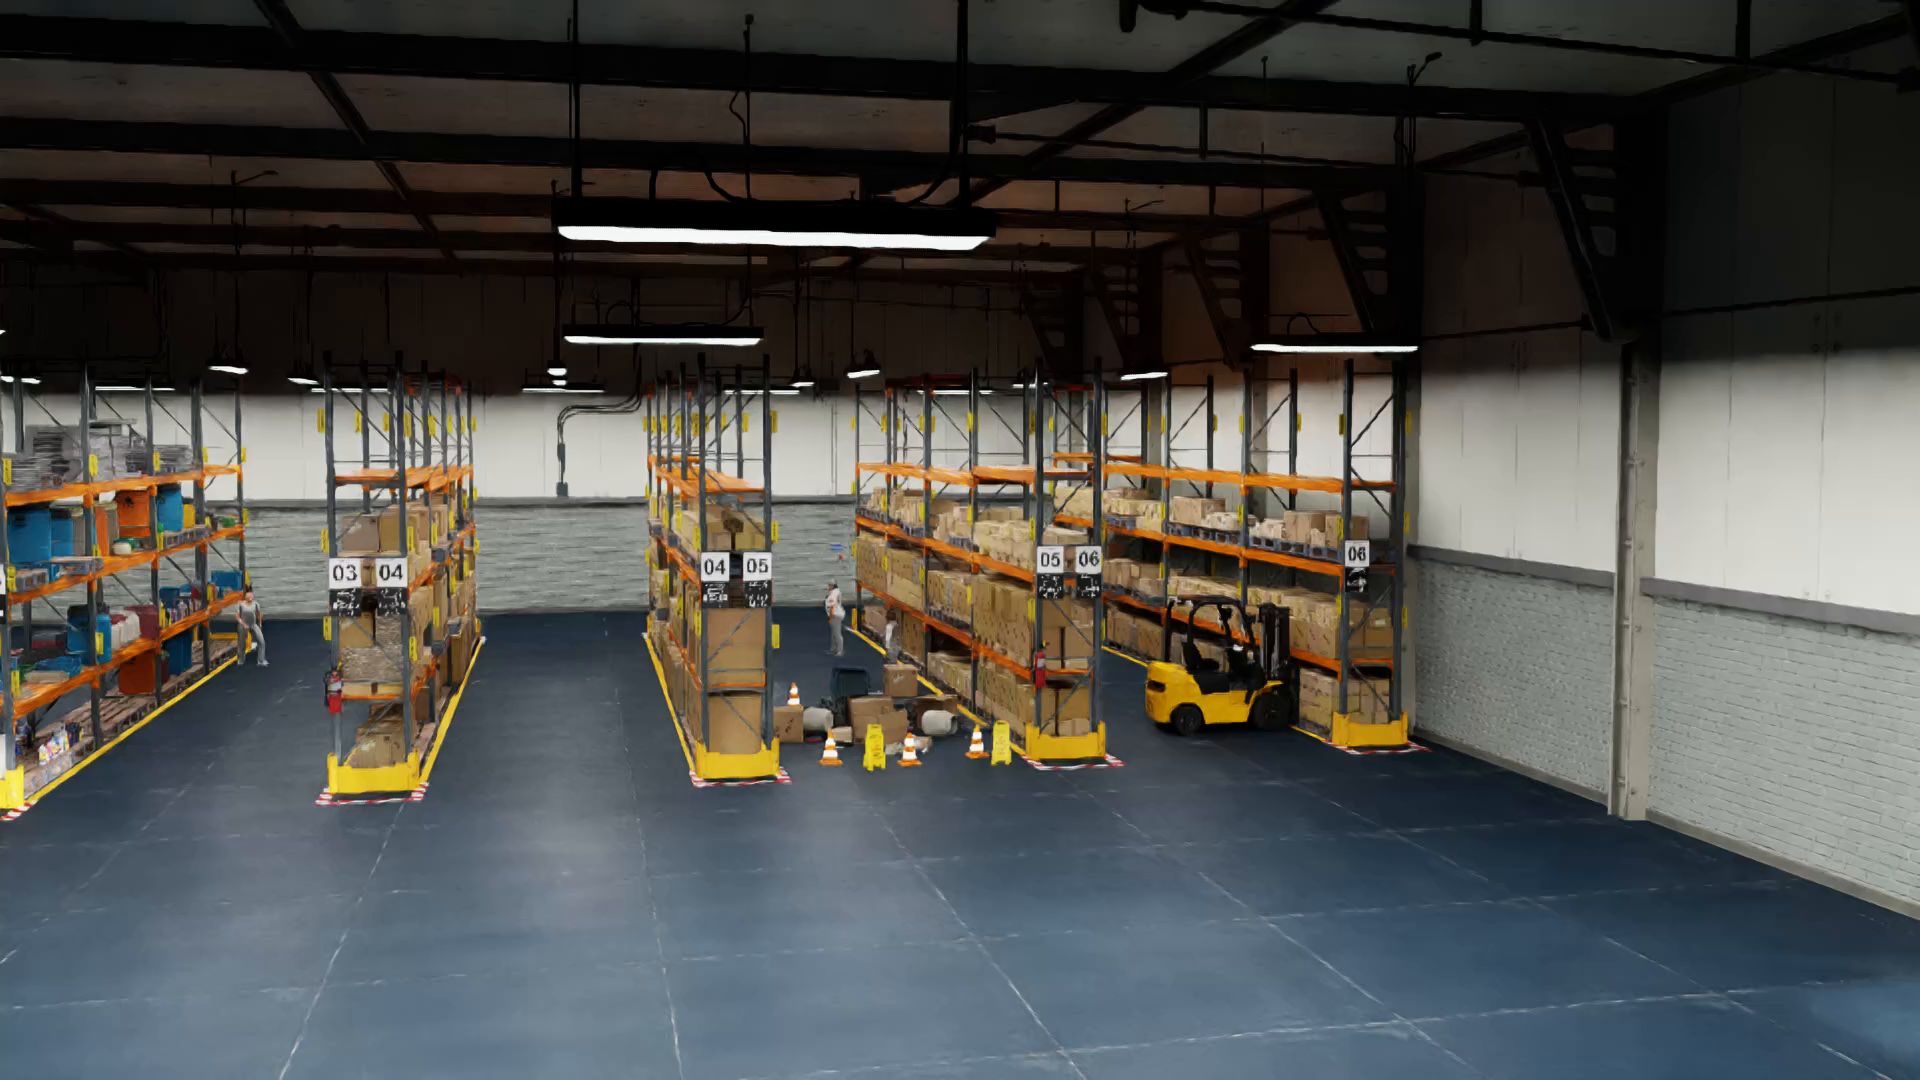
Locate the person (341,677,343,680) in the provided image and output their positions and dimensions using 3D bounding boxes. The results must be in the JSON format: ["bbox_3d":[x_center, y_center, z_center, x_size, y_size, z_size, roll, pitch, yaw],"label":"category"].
[{"bbox_3d":[-12.024,1.846,32.451,0.550,1.773,0.636,1,4,15],"label":"person"}]

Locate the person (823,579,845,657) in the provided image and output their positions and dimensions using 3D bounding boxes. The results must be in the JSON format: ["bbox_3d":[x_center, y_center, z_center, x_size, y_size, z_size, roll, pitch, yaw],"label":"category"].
[{"bbox_3d":[-2.727,1.667,35.869,0.540,1.661,0.591,0,4,7],"label":"person"}]

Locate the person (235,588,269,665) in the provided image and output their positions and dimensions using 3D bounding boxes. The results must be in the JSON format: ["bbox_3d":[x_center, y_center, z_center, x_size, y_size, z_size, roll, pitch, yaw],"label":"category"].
[{"bbox_3d":[-14.708,1.806,34.413,0.578,1.597,0.756,-3,5,-36],"label":"person"}]

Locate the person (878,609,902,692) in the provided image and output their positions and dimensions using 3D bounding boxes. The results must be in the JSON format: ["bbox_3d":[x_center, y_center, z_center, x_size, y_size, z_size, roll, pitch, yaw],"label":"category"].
[{"bbox_3d":[-1.273,2.064,30.607,0.532,1.588,0.535,1,4,12],"label":"person"}]
